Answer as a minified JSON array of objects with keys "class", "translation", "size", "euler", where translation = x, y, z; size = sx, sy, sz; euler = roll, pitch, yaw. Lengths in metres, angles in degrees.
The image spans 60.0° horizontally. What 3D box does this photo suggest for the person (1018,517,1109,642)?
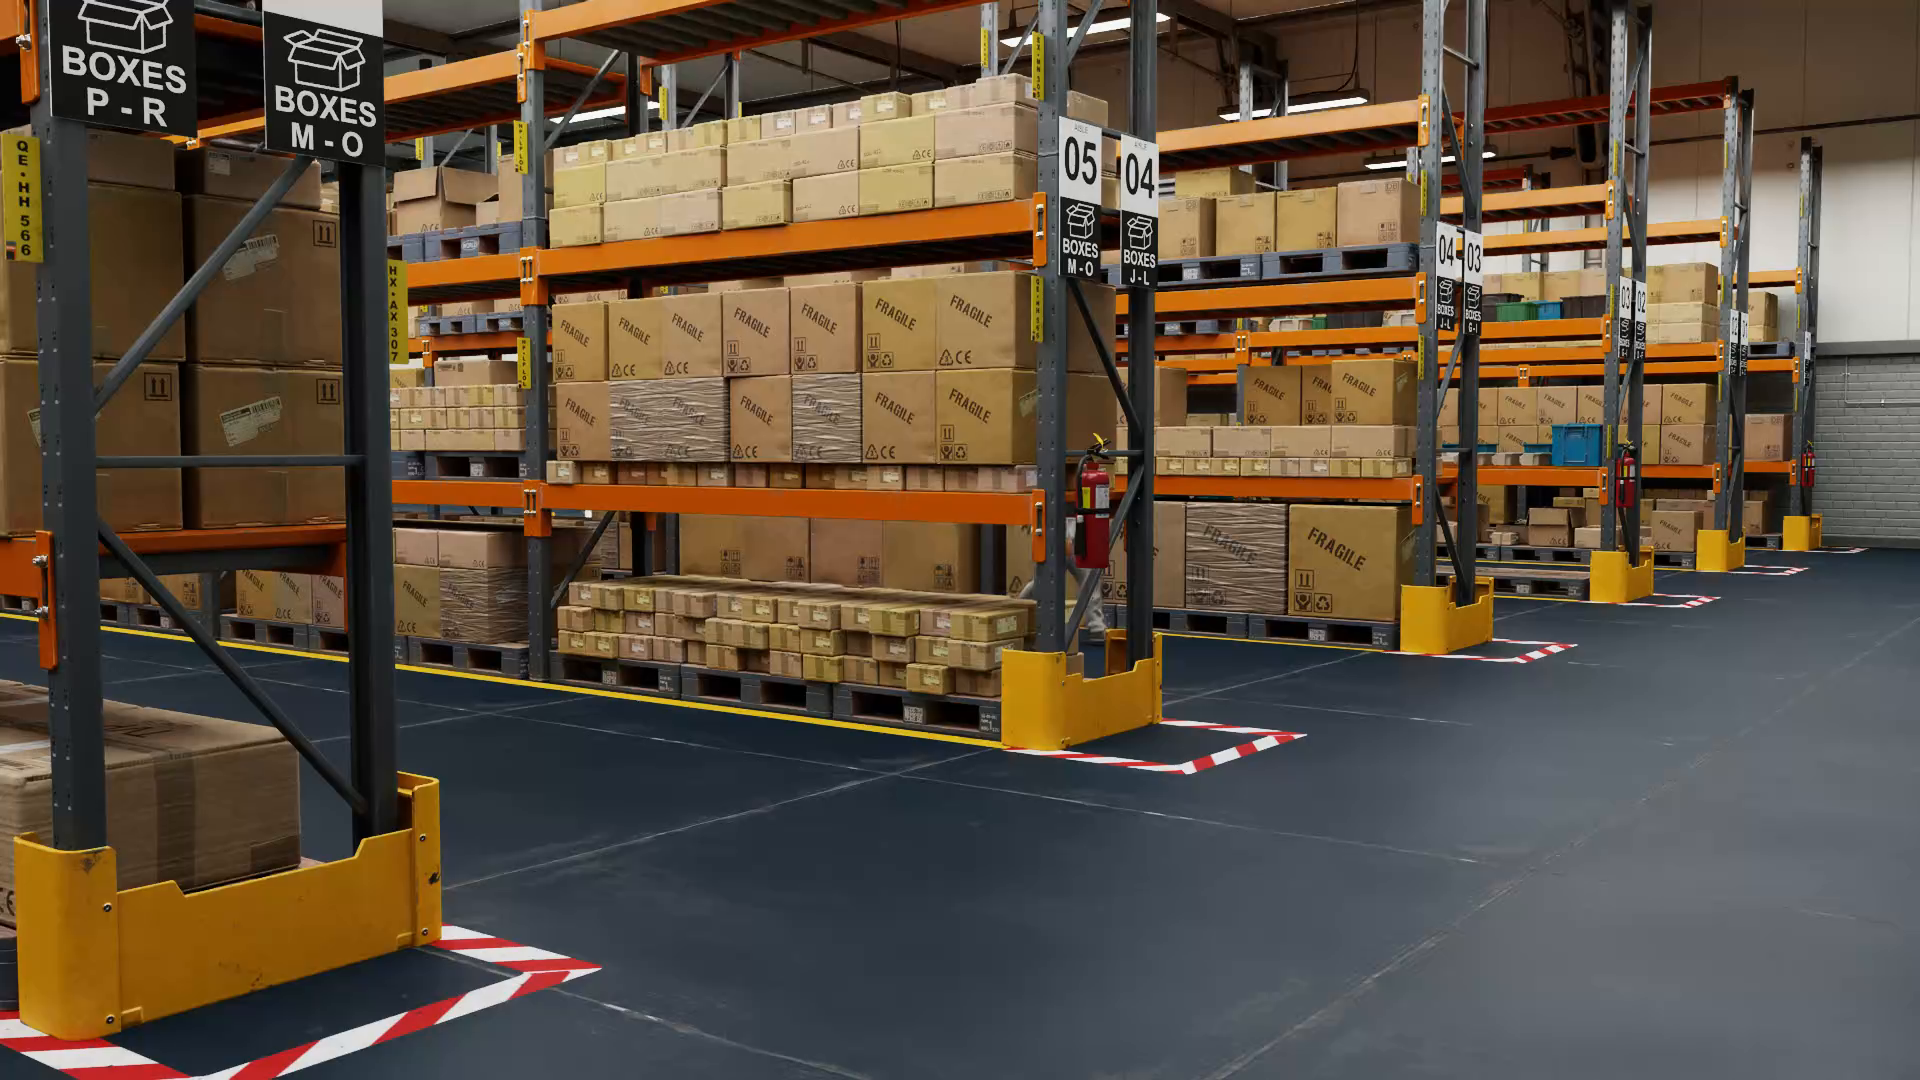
[{"class":"person","translation":[0.796,-0.017,12.884],"size":[0.989,1.613,0.497],"euler":[2,4,34]}]
